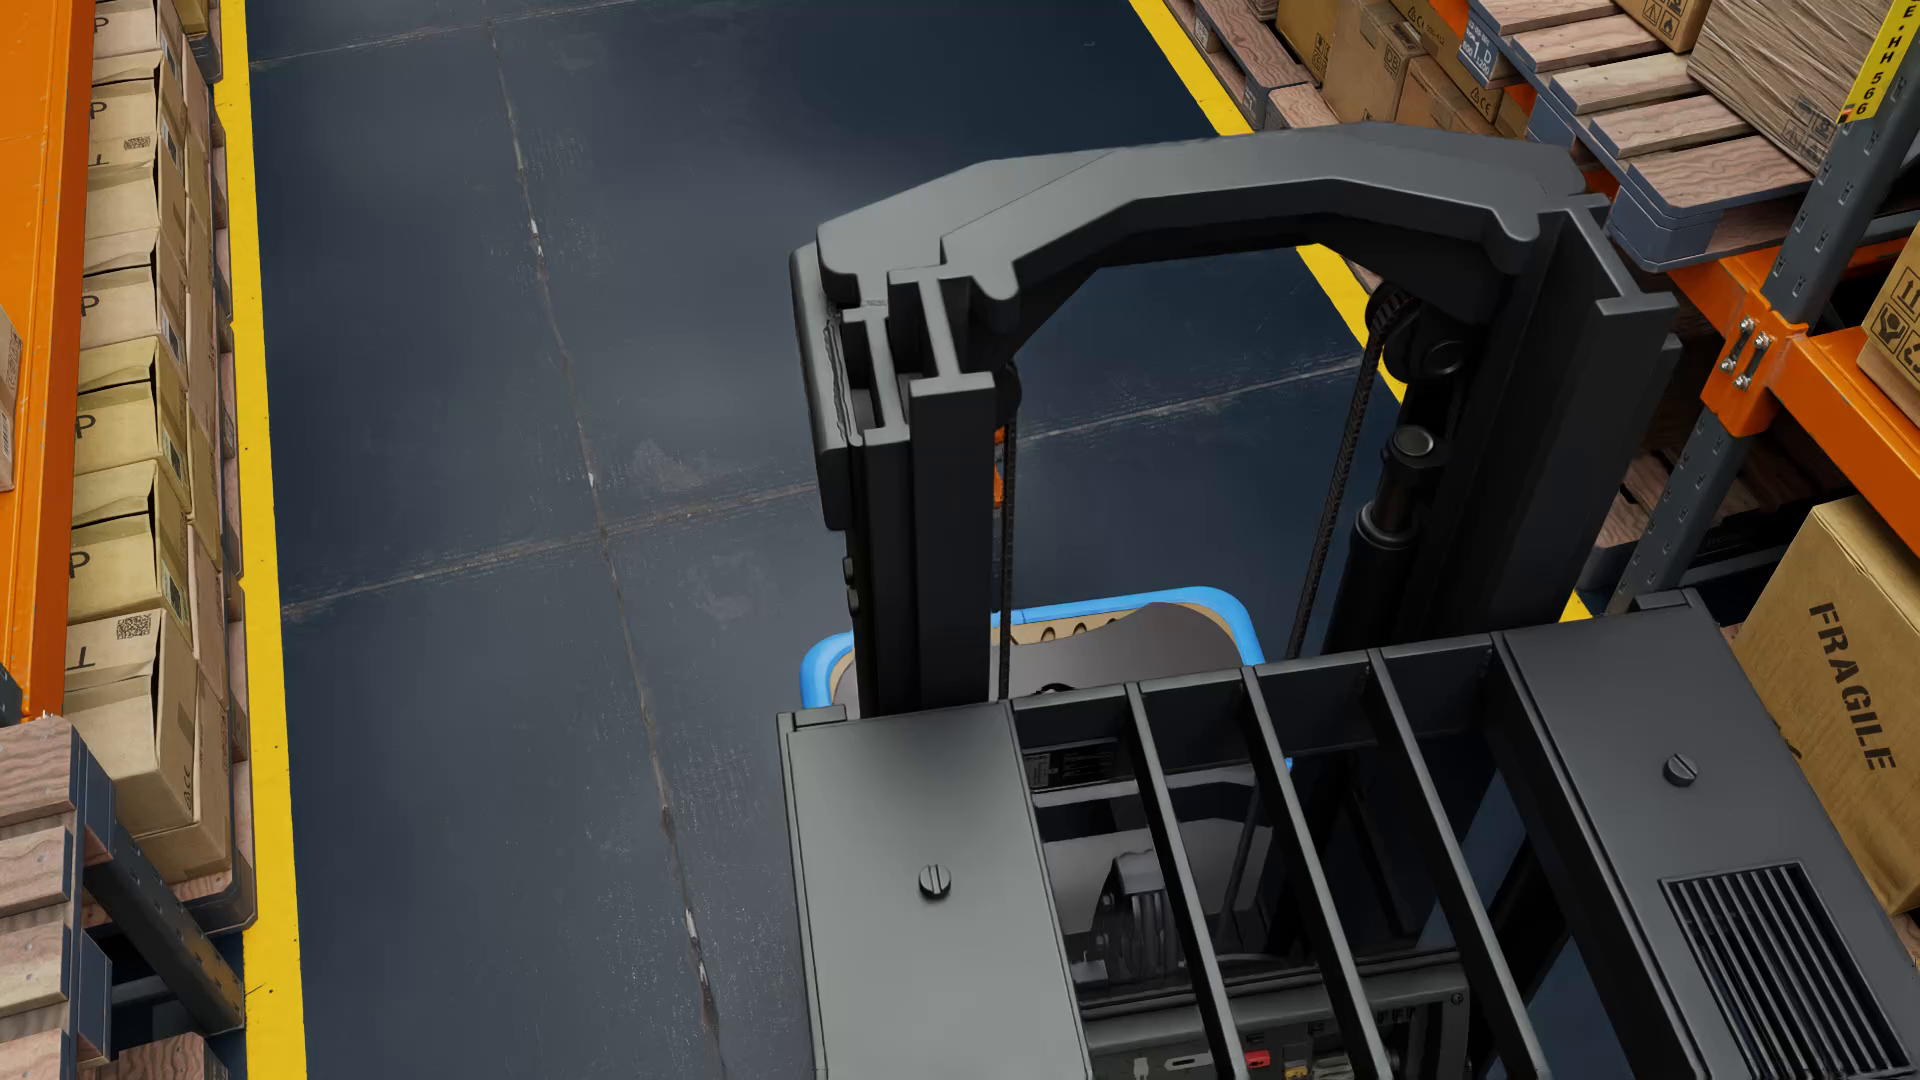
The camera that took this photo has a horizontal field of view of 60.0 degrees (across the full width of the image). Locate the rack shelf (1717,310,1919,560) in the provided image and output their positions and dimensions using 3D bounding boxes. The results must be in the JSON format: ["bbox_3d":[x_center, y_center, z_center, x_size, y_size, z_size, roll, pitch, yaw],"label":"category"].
[{"bbox_3d":[3.020,0.908,2.993,1.077,0.370,4.000,-13,51,-11],"label":"rack shelf"}]

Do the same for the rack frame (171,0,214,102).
[{"bbox_3d":[-3.485,-2.583,5.466,1.000,3.000,0.127,-13,51,-11],"label":"rack frame"}]

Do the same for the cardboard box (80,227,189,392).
[{"bbox_3d":[-2.641,-0.670,5.010,0.500,0.311,0.500,-14,51,-11],"label":"cardboard box"}]

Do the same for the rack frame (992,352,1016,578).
[{"bbox_3d":[0.052,-0.210,4.741,0.200,1.050,0.008,-13,51,-11],"label":"rack frame"}]

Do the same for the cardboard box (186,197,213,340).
[{"bbox_3d":[-2.786,-0.851,5.529,0.500,0.250,0.500,-12,51,-10],"label":"cardboard box"}]

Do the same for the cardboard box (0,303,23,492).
[{"bbox_3d":[-2.382,-0.330,3.624,0.500,0.311,0.500,-14,51,-11],"label":"cardboard box"}]

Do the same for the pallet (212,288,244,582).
[{"bbox_3d":[-2.865,-0.262,5.333,1.003,0.211,1.213,-13,51,-11],"label":"pallet"}]

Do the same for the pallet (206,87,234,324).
[{"bbox_3d":[-3.230,-1.155,6.085,1.003,0.211,1.213,-13,51,-11],"label":"pallet"}]

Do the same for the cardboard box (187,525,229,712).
[{"bbox_3d":[-2.326,0.274,4.581,0.500,0.250,0.500,-15,51,-12],"label":"cardboard box"}]

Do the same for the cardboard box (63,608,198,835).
[{"bbox_3d":[-2.176,0.460,4.057,0.500,0.311,0.500,-12,51,-10],"label":"cardboard box"}]

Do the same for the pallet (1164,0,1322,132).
[{"bbox_3d":[1.478,-2.239,6.999,1.003,0.211,1.213,-13,51,-11],"label":"pallet"}]

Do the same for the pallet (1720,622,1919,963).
[{"bbox_3d":[2.590,0.707,4.516,1.003,0.211,1.213,-13,51,-11],"label":"pallet"}]

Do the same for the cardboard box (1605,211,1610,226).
[{"bbox_3d":[2.125,-1.037,5.509,0.700,0.500,0.500,-13,51,-11],"label":"cardboard box"}]

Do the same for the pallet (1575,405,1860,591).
[{"bbox_3d":[2.199,-0.456,5.497,1.003,0.211,1.213,-13,51,-11],"label":"pallet"}]

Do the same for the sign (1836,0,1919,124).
[{"bbox_3d":[1.913,-1.002,3.428,0.100,0.325,0.005,-13,51,-11],"label":"sign"}]

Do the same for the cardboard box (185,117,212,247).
[{"bbox_3d":[-2.938,-1.225,5.844,0.500,0.250,0.500,-14,51,-12],"label":"cardboard box"}]

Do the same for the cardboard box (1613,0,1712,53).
[{"bbox_3d":[2.089,-1.701,4.369,0.700,0.500,0.500,-18,52,-14],"label":"cardboard box"}]

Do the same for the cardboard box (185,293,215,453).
[{"bbox_3d":[-2.637,-0.479,5.216,0.500,0.250,0.500,-12,51,-10],"label":"cardboard box"}]

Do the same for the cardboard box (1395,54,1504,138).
[{"bbox_3d":[1.951,-1.393,5.810,0.700,0.500,0.500,-14,51,-11],"label":"cardboard box"}]

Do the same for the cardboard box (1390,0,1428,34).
[{"bbox_3d":[1.771,-2.050,5.873,0.500,0.250,0.500,-15,51,-12],"label":"cardboard box"}]

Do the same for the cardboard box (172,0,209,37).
[{"bbox_3d":[-3.333,-2.239,6.700,0.500,0.250,0.500,-13,51,-11],"label":"cardboard box"}]

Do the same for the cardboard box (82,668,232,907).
[{"bbox_3d":[-2.176,0.641,4.272,0.500,0.250,0.500,-13,51,-11],"label":"cardboard box"}]

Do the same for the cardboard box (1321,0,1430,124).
[{"bbox_3d":[1.793,-1.760,6.119,0.700,0.500,0.500,-13,51,-11],"label":"cardboard box"}]

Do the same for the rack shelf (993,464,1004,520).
[{"bbox_3d":[0.016,-0.113,5.036,0.215,0.259,0.240,-13,51,-11],"label":"rack shelf"}]

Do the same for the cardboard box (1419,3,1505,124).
[{"bbox_3d":[1.901,-1.681,5.562,0.500,0.250,0.500,-14,51,-11],"label":"cardboard box"}]

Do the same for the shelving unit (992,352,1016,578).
[{"bbox_3d":[0.016,-0.299,4.816,0.215,1.050,0.252,-13,51,-11],"label":"shelving unit"}]

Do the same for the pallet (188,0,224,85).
[{"bbox_3d":[-3.680,-2.274,7.029,1.003,0.211,1.213,-13,51,-11],"label":"pallet"}]

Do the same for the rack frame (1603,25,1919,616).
[{"bbox_3d":[2.429,-0.784,3.949,1.000,3.000,0.127,-13,51,-11],"label":"rack frame"}]

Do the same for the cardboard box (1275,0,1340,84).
[{"bbox_3d":[1.680,-2.142,6.441,0.700,0.500,0.500,-14,51,-12],"label":"cardboard box"}]

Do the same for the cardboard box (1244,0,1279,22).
[{"bbox_3d":[1.480,-2.508,6.750,0.700,0.500,0.500,-12,51,-10],"label":"cardboard box"}]

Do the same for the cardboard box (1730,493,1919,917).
[{"bbox_3d":[2.521,0.340,4.133,0.750,0.750,0.750,-14,51,-11],"label":"cardboard box"}]

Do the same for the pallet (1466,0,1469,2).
[{"bbox_3d":[1.804,-2.159,5.234,1.003,0.211,1.213,-13,51,-11],"label":"pallet"}]

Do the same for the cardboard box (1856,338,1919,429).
[{"bbox_3d":[2.305,-0.417,3.791,0.380,0.149,0.250,-14,51,-12],"label":"cardboard box"}]

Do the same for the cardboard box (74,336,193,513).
[{"bbox_3d":[-2.488,-0.295,4.694,0.500,0.311,0.500,-15,51,-12],"label":"cardboard box"}]

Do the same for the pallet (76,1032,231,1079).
[{"bbox_3d":[-2.117,1.791,3.602,1.003,0.211,1.213,-13,51,-11],"label":"pallet"}]

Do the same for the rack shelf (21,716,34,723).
[{"bbox_3d":[-1.711,2.031,2.046,1.077,0.370,4.000,-13,51,-11],"label":"rack shelf"}]

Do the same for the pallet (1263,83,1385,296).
[{"bbox_3d":[1.842,-1.346,6.247,1.003,0.211,1.213,-13,51,-11],"label":"pallet"}]

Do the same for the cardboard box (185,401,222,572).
[{"bbox_3d":[-2.485,-0.105,4.900,0.500,0.250,0.500,-15,51,-12],"label":"cardboard box"}]

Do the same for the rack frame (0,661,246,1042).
[{"bbox_3d":[-2.302,0.339,3.003,1.000,3.000,0.127,-13,51,-11],"label":"rack frame"}]

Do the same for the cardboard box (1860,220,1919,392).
[{"bbox_3d":[2.328,-0.506,3.442,0.500,0.500,0.500,-12,51,-10],"label":"cardboard box"}]

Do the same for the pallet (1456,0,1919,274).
[{"bbox_3d":[2.116,-1.219,4.441,1.213,0.211,1.003,-13,51,-11],"label":"pallet"}]

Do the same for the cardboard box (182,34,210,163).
[{"bbox_3d":[-3.085,-1.595,6.156,0.500,0.250,0.500,-14,51,-11],"label":"cardboard box"}]

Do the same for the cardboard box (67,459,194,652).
[{"bbox_3d":[-2.340,0.078,4.379,0.500,0.311,0.500,-14,51,-12],"label":"cardboard box"}]

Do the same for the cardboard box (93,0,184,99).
[{"bbox_3d":[-3.091,-1.782,5.947,0.500,0.311,0.500,-13,51,-11],"label":"cardboard box"}]

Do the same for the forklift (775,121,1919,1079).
[{"bbox_3d":[0.380,1.016,2.477,1.130,2.935,3.031,-7,50,-6],"label":"forklift"}]

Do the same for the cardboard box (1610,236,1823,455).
[{"bbox_3d":[2.166,-0.634,5.170,0.700,0.500,0.500,-13,51,-10],"label":"cardboard box"}]

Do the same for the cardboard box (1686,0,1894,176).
[{"bbox_3d":[2.280,-1.299,4.030,0.700,0.500,0.500,-19,52,-15],"label":"cardboard box"}]

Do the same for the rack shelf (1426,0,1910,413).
[{"bbox_3d":[1.837,-2.013,5.456,1.077,0.370,4.000,-13,51,-11],"label":"rack shelf"}]

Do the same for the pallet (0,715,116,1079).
[{"bbox_3d":[-2.035,0.880,2.672,1.213,0.211,1.003,-13,51,-11],"label":"pallet"}]

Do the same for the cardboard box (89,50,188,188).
[{"bbox_3d":[-2.932,-1.403,5.628,0.500,0.311,0.500,-12,51,-10],"label":"cardboard box"}]

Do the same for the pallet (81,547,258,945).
[{"bbox_3d":[-2.508,0.627,4.583,1.003,0.211,1.213,-13,51,-11],"label":"pallet"}]

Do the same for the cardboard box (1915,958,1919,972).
[{"bbox_3d":[2.774,0.981,3.592,0.750,0.750,0.750,-14,51,-11],"label":"cardboard box"}]

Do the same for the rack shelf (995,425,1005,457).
[{"bbox_3d":[0.016,-0.292,4.824,0.215,0.259,0.240,-13,51,-11],"label":"rack shelf"}]

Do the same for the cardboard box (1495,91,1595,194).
[{"bbox_3d":[2.058,-1.307,5.246,0.500,0.250,0.500,-12,51,-10],"label":"cardboard box"}]

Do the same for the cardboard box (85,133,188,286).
[{"bbox_3d":[-2.786,-1.038,5.320,0.500,0.311,0.500,-13,51,-11],"label":"cardboard box"}]

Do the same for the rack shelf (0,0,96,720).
[{"bbox_3d":[-2.894,-0.890,4.509,1.077,0.370,4.000,-13,51,-11],"label":"rack shelf"}]
